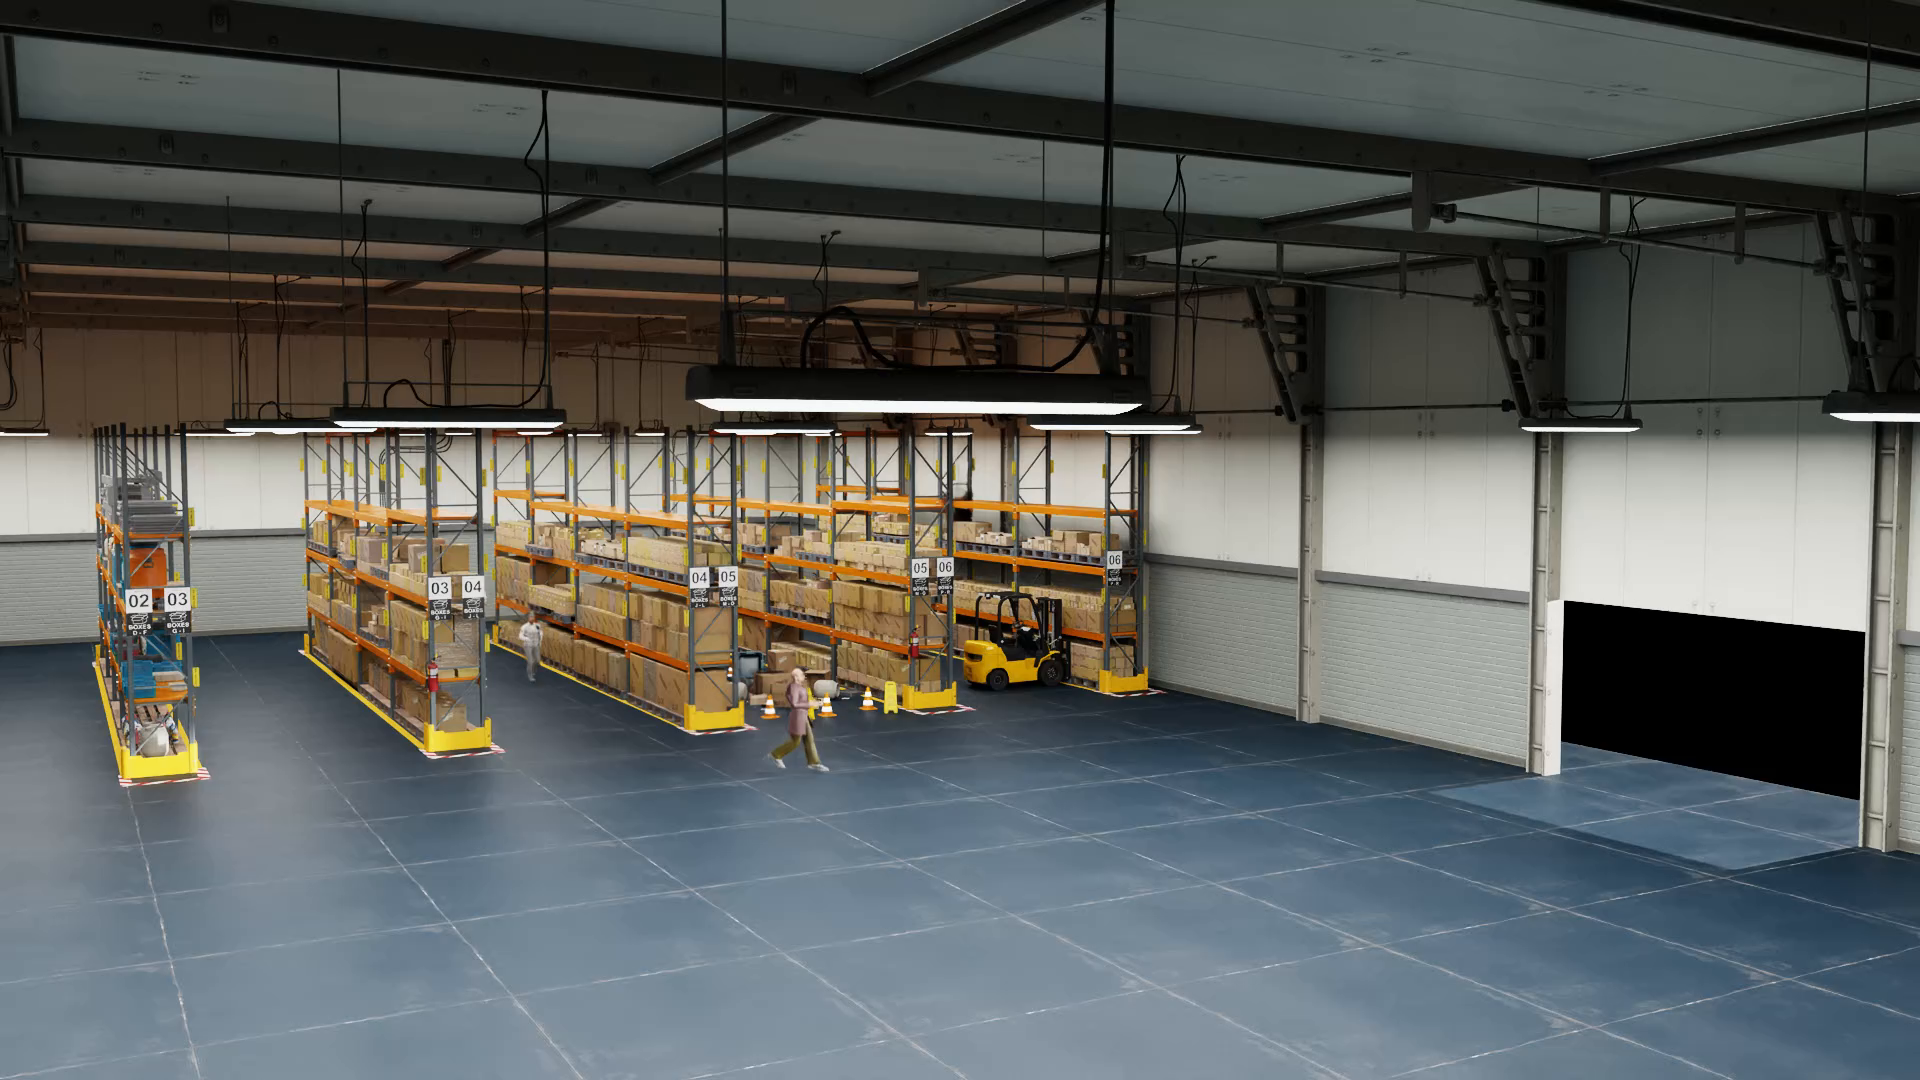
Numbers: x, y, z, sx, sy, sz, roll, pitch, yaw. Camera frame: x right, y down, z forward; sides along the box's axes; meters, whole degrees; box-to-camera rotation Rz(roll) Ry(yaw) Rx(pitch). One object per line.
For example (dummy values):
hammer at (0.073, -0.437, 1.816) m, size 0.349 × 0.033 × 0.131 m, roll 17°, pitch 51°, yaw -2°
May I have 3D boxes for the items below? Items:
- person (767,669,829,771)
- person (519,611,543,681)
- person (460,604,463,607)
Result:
person at (-2.776, 3.126, 28.496) m, size 1.049 × 1.704 × 0.710 m, roll 0°, pitch 3°, yaw 5°
person at (-10.096, 2.512, 39.327) m, size 0.624 × 1.656 × 0.532 m, roll -2°, pitch 4°, yaw -33°
person at (-14.317, 2.053, 46.395) m, size 0.712 × 1.713 × 0.864 m, roll 1°, pitch 4°, yaw 20°
